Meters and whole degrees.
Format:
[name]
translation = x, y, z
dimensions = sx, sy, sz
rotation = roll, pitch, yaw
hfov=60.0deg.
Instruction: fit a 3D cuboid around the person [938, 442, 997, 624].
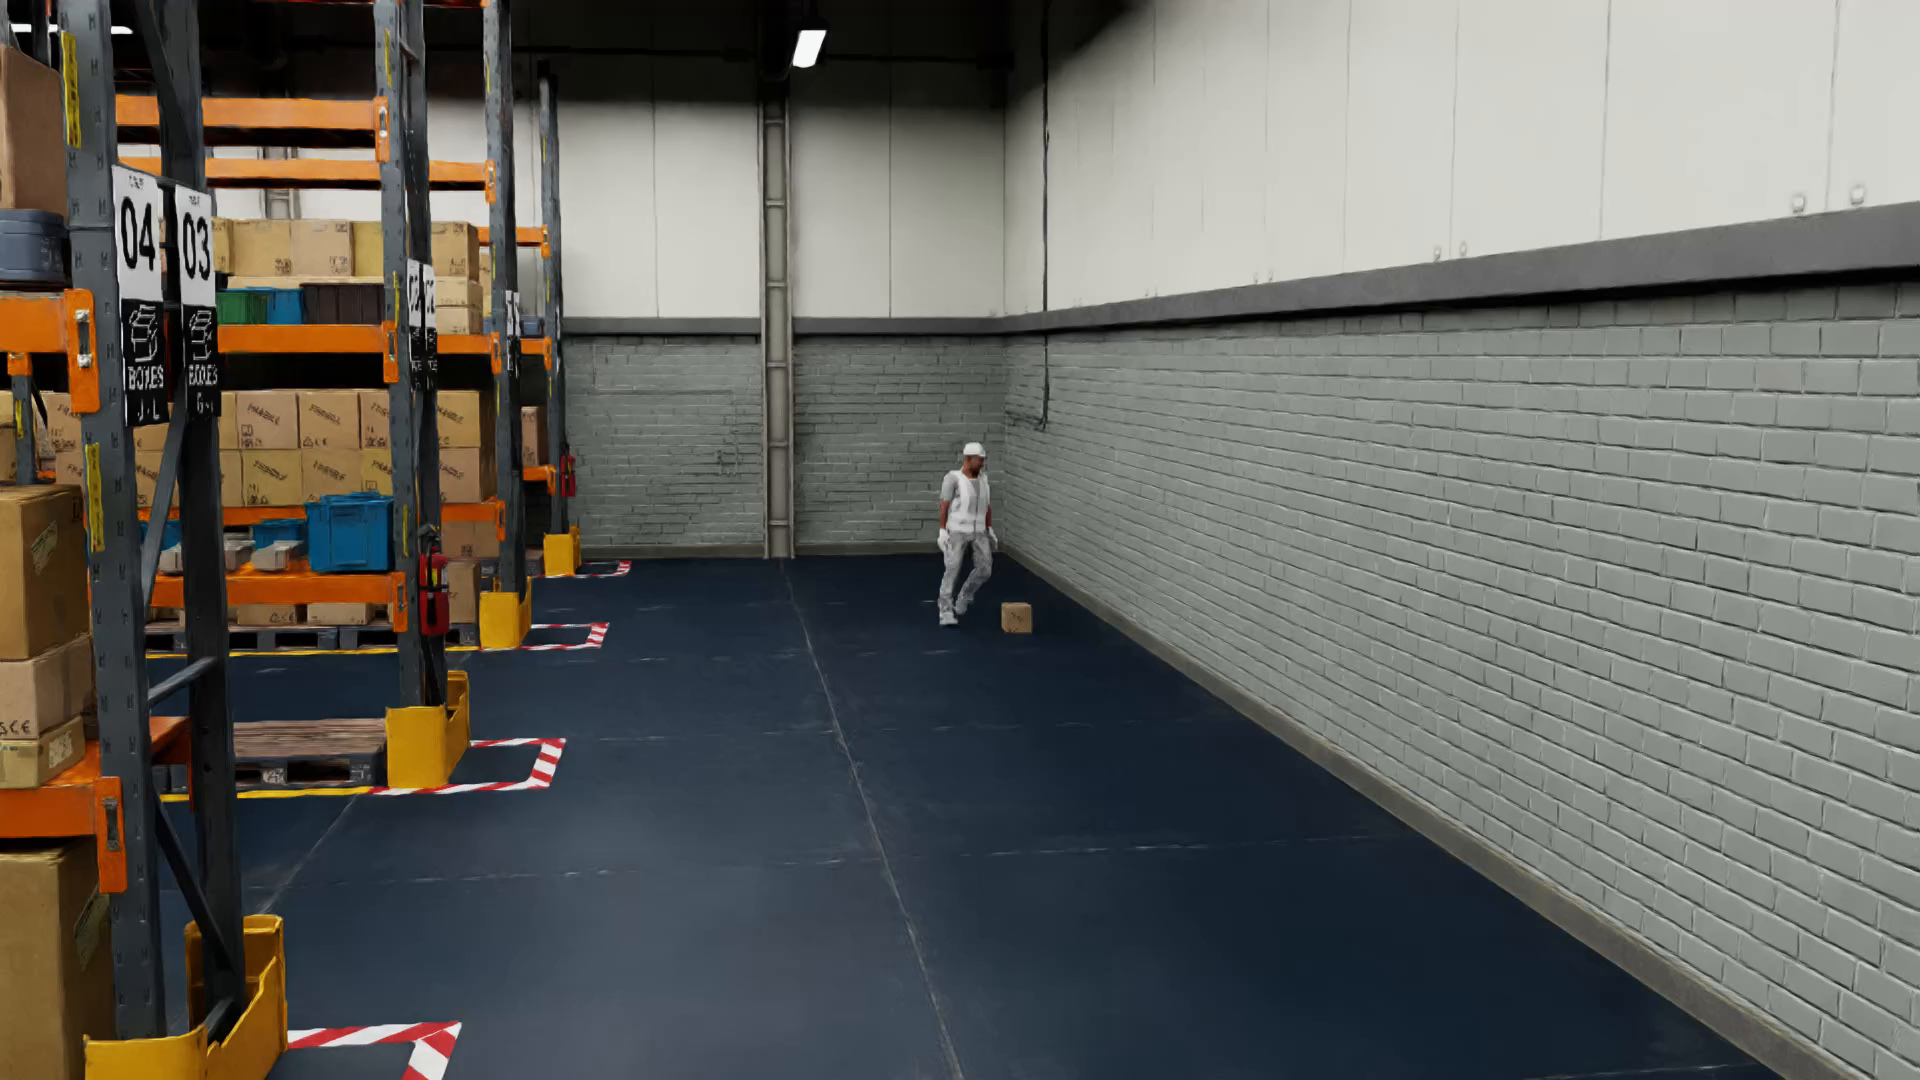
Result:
[person]
translation = 0.027, -0.073, 16.237
dimensions = 0.631, 1.769, 0.518
rotation = -4, 8, -34
